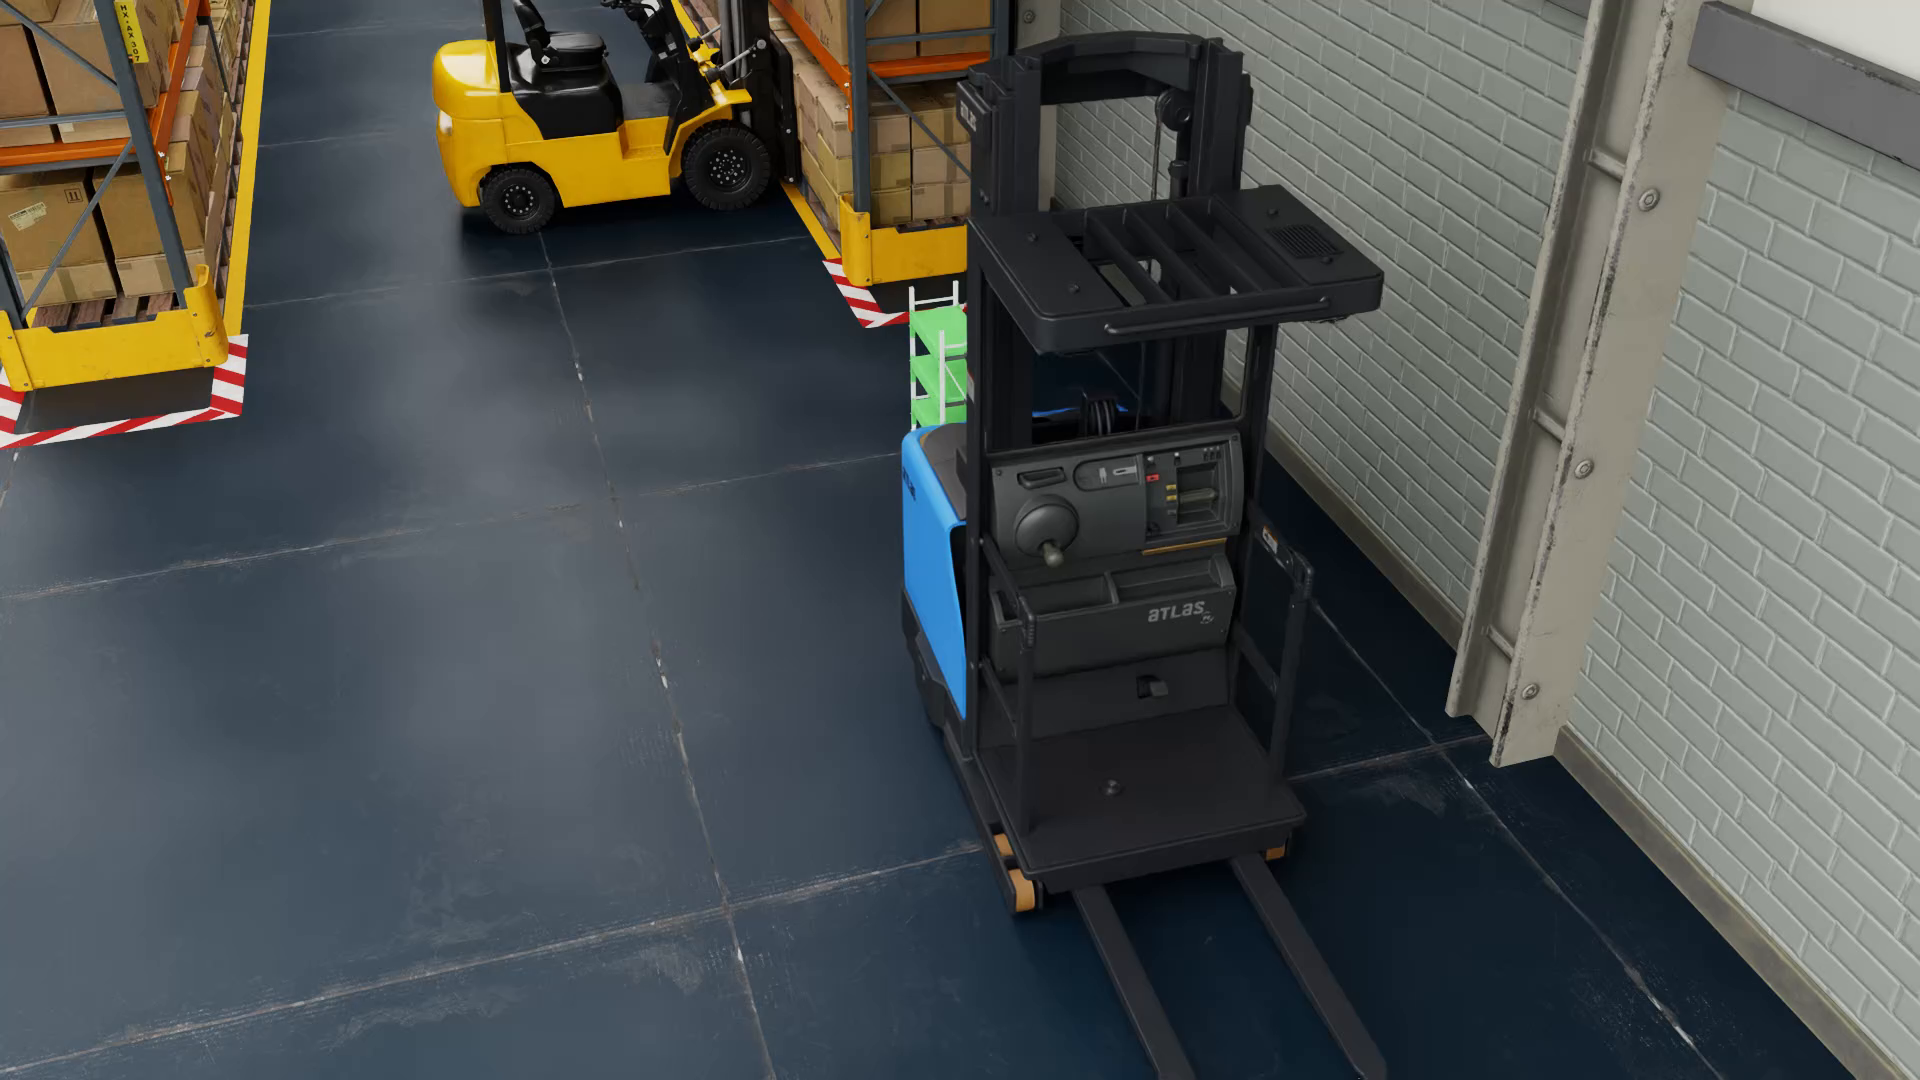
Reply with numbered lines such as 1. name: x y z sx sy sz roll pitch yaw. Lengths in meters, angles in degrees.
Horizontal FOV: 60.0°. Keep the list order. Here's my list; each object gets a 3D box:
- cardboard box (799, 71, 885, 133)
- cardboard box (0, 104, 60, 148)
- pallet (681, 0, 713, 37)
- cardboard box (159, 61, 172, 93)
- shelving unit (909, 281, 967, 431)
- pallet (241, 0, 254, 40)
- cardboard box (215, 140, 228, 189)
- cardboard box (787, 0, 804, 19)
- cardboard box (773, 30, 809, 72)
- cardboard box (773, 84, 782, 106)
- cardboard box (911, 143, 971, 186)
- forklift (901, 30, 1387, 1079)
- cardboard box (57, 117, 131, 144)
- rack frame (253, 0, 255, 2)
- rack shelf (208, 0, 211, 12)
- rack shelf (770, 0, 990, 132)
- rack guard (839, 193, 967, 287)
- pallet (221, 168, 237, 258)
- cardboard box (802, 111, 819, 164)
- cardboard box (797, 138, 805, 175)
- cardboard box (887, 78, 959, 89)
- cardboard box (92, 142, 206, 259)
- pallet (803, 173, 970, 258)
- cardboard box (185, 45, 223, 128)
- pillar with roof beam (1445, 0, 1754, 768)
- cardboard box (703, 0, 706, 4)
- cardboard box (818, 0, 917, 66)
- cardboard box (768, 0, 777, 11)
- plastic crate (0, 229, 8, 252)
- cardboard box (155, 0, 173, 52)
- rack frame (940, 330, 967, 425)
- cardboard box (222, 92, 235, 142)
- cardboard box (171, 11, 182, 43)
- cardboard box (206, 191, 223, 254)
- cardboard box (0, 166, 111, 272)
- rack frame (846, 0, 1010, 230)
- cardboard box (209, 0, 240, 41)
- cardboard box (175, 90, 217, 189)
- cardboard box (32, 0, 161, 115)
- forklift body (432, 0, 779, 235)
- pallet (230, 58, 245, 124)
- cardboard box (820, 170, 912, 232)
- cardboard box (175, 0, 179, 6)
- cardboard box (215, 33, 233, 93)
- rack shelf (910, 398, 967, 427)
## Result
1. cardboard box: -0.788 -2.979 11.244 0.500 0.250 0.500 -9 35 -14
2. cardboard box: -5.233 -2.297 9.233 0.380 0.149 0.250 -9 34 -13
3. pallet: -2.047 -5.036 15.680 1.003 0.211 1.213 -10 35 -15
4. cardboard box: -4.949 -2.774 9.954 0.380 0.149 0.250 -9 35 -14
5. shelving unit: -0.051 -0.587 8.051 0.258 1.200 0.503 -10 35 -15
6. pallet: -7.118 -4.867 15.425 1.003 0.211 1.213 -10 35 -15
7. cardboard box: -5.376 -2.558 11.514 0.500 0.250 0.500 -9 35 -14
8. cardboard box: -0.895 -3.877 11.305 0.500 0.500 0.500 -11 35 -16
9. cardboard box: -1.099 -3.510 12.047 0.500 0.250 0.500 -11 35 -16
10. cardboard box: -1.105 -3.313 12.203 0.500 0.250 0.500 -10 35 -15
11. cardboard box: -0.135 -2.596 11.118 0.500 0.250 0.500 -9 35 -14
12. forklift: 0.626 -0.086 5.721 1.130 2.935 3.031 -9 34 -13
13. cardboard box: -4.821 -2.349 9.313 0.380 0.149 0.250 -10 35 -15
14. rack frame: -7.355 -6.441 15.277 1.000 3.000 0.127 -10 35 -15
15. rack shelf: -6.745 -5.091 13.886 1.077 0.370 4.000 -10 35 -15
16. rack shelf: -0.799 -3.828 11.974 1.077 0.370 4.000 -10 35 -15
17. rack guard: -0.182 -2.022 10.857 1.175 0.500 0.348 -10 35 -15
18. pallet: -5.521 -2.190 11.372 1.003 0.211 1.213 -10 35 -15
19. cardboard box: -0.778 -2.783 11.400 0.500 0.250 0.500 -10 35 -15
20. cardboard box: -0.920 -2.826 11.919 0.500 0.250 0.500 -10 35 -14
21. cardboard box: -0.311 -3.069 11.380 0.500 0.250 0.500 -10 35 -15
22. cardboard box: -4.905 -2.064 10.086 0.500 0.500 0.500 -11 35 -16
23. pallet: -0.462 -2.309 11.553 1.003 0.211 1.213 -10 35 -15
24. cardboard box: -5.542 -3.150 11.729 0.500 0.500 0.500 -9 35 -14
25. pillar with roof beam: -1.813 -2.224 3.453 9.100 9.000 0.400 -10 35 -15
26. cardboard box: -2.040 -5.438 15.531 0.875 0.625 0.625 -11 35 -17
27. cardboard box: -0.589 -3.334 10.484 0.500 0.500 0.500 -11 35 -16
28. cardboard box: -1.414 -4.046 12.859 0.500 0.250 0.500 -10 35 -15
29. plastic crate: -6.437 -2.161 11.448 0.402 0.080 0.583 -23 40 -31
30. cardboard box: -5.113 -3.241 10.073 0.500 0.500 0.500 -11 35 -16
31. rack frame: 0.024 -0.459 7.857 0.240 1.200 0.015 -10 35 -15
32. cardboard box: -5.699 -3.104 12.340 0.500 0.250 0.500 -8 34 -13
33. cardboard box: -5.271 -3.318 10.778 0.380 0.149 0.250 -10 35 -14
34. cardboard box: -5.046 -2.008 10.682 0.500 0.250 0.500 -9 34 -13
35. cardboard box: -5.408 -1.959 9.927 0.500 0.500 0.500 -10 35 -14
36. rack frame: -0.189 -3.078 10.187 1.000 3.000 0.127 -10 35 -15
37. cardboard box: -6.734 -4.437 14.246 0.950 0.372 0.625 -9 34 -13
38. cardboard box: -5.214 -2.603 10.901 0.500 0.500 0.500 -9 35 -14
39. cardboard box: -4.795 -2.702 9.258 0.500 0.500 0.500 -11 35 -15
40. forklift body: -2.505 -3.413 11.463 2.313 2.155 1.214 -10 35 -15
41. pallet: -6.374 -3.586 13.486 1.003 0.211 1.213 -10 35 -15
42. cardboard box: -0.633 -2.299 11.122 0.500 0.250 0.500 -10 35 -14
43. cardboard box: -5.437 -3.775 10.881 0.500 0.500 0.500 -9 35 -13
44. cardboard box: -6.297 -3.695 13.124 0.950 0.372 0.625 -10 35 -14
45. rack shelf: -0.051 -0.534 8.086 0.258 0.148 0.480 -10 35 -15
